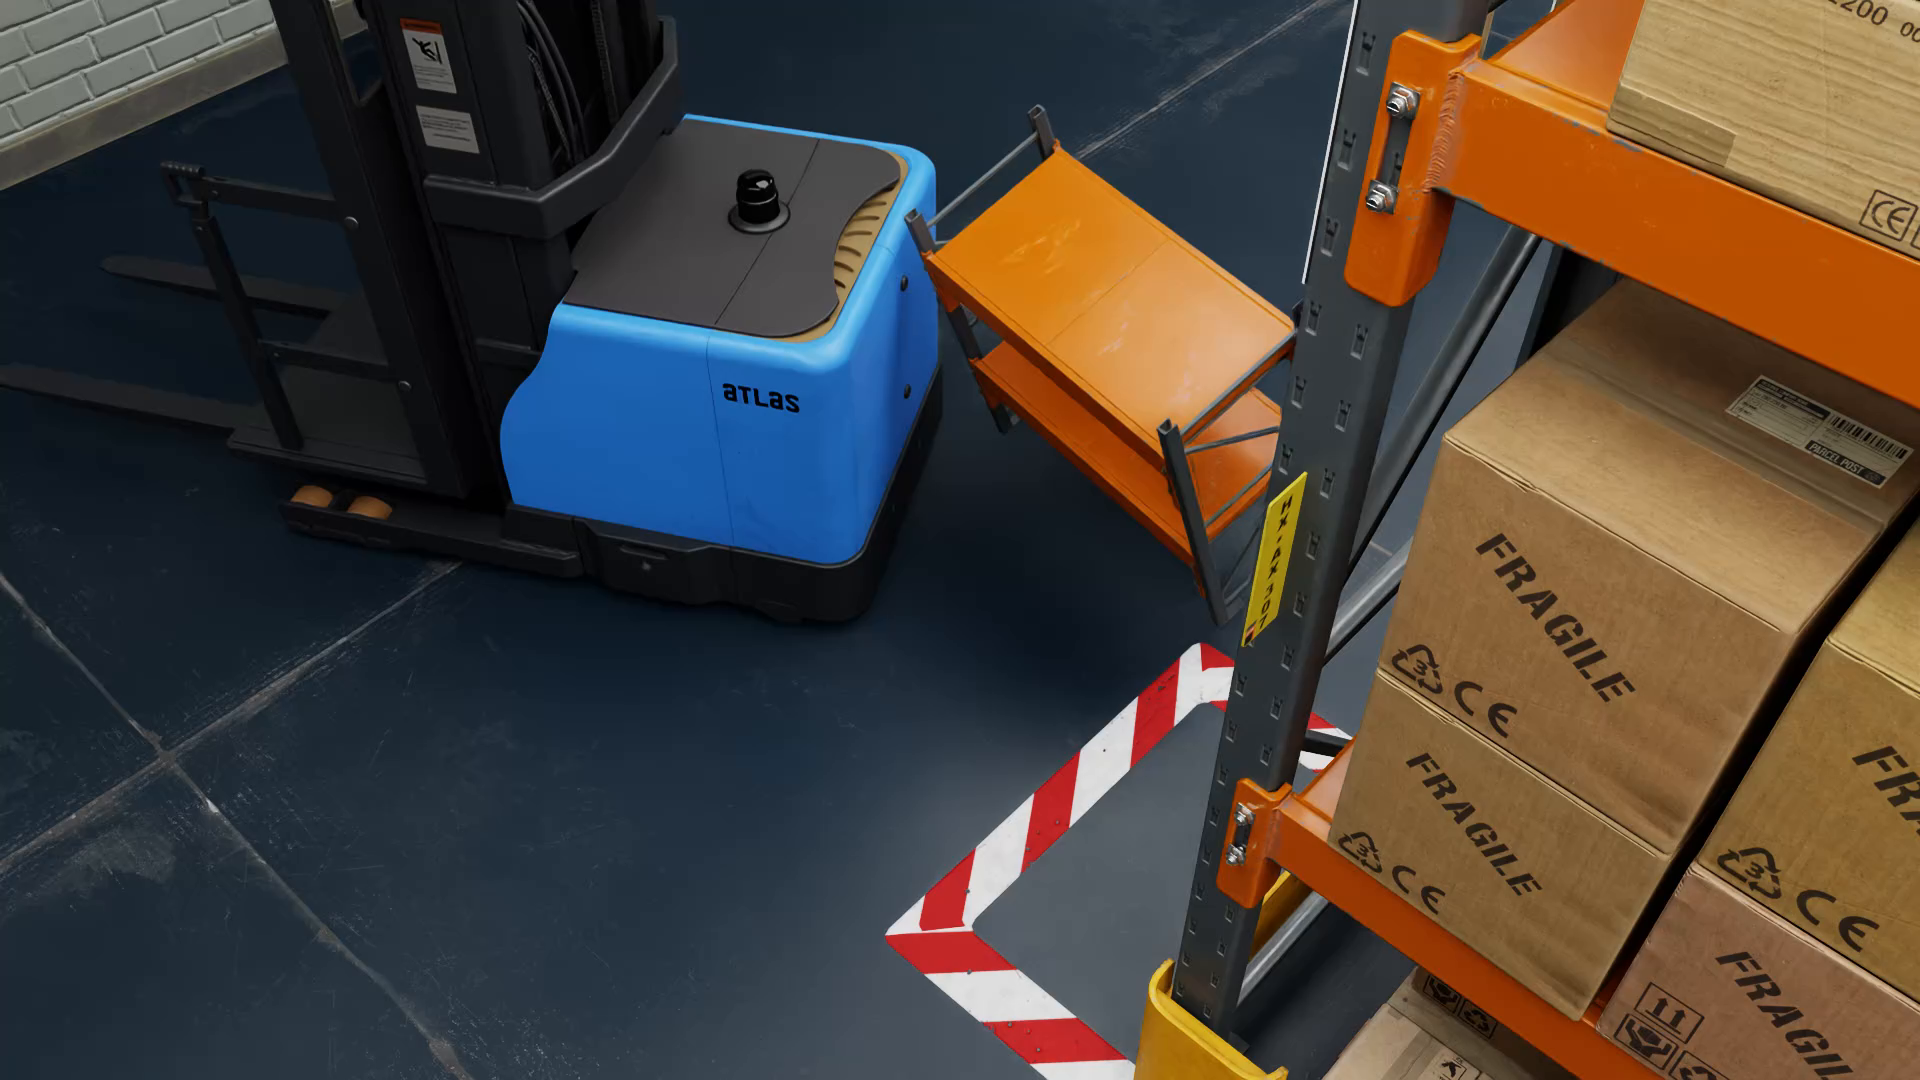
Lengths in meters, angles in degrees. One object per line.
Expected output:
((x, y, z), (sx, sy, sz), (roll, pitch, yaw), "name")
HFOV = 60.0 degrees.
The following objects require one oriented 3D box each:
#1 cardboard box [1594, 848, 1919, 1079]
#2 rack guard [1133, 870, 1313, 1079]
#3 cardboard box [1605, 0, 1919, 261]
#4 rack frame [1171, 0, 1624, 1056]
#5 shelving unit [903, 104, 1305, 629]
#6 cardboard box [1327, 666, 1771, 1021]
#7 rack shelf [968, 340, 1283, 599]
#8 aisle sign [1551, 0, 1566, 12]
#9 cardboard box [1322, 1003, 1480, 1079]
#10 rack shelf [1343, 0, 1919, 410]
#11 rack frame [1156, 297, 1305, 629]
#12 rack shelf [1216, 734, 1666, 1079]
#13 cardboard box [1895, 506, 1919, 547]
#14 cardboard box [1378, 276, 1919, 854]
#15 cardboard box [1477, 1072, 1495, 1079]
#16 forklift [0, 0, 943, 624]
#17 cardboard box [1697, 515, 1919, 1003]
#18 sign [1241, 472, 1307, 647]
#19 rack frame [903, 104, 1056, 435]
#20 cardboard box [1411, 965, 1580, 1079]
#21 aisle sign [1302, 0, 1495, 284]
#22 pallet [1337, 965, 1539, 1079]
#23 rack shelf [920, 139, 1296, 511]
((1.383, 0.618, 2.543), (0.500, 0.500, 0.500), (33, 55, 27), "cardboard box")
((0.909, 0.933, 4.031), (0.348, 0.500, 1.175), (34, 55, 28), "rack guard")
((1.058, -0.546, 1.750), (0.500, 0.250, 0.500), (34, 55, 28), "cardboard box")
((0.853, 0.040, 3.155), (0.127, 3.000, 1.000), (34, 55, 28), "rack frame")
((0.496, -0.471, 4.785), (0.538, 1.125, 1.048), (-41, 59, -8), "shelving unit")
((1.000, 0.366, 2.780), (0.500, 0.500, 0.500), (35, 56, 28), "cardboard box")
((0.557, -0.359, 4.993), (0.538, 0.278, 1.000), (-41, 59, -8), "rack shelf")
((1.011, -1.048, 2.393), (0.004, 0.787, 0.394), (34, 55, 28), "aisle sign")
((0.928, 1.256, 3.667), (0.250, 0.149, 0.380), (34, 55, 28), "cardboard box")
((2.323, 0.248, 1.396), (4.000, 0.370, 1.077), (34, 55, 28), "rack shelf")
((0.811, -0.166, 4.527), (0.500, 1.125, 0.032), (-41, 59, -8), "rack frame")
((2.323, 1.275, 2.489), (4.000, 0.370, 1.077), (34, 55, 28), "rack shelf")
((1.738, -0.015, 2.452), (0.500, 0.500, 0.500), (35, 56, 29), "cardboard box")
((1.000, 0.024, 2.416), (0.500, 0.500, 0.500), (36, 56, 29), "cardboard box")
((1.111, 1.374, 3.544), (0.250, 0.166, 0.380), (34, 55, 28), "cardboard box")
((-1.632, -1.340, 4.498), (3.031, 2.935, 1.130), (11, 48, 10), "forklift")
((1.390, 0.278, 2.177), (0.500, 0.500, 0.500), (35, 56, 28), "cardboard box")
((0.485, 0.034, 2.567), (0.005, 0.325, 0.100), (34, 55, 28), "sign")
((0.181, -0.777, 5.042), (0.500, 1.125, 0.032), (-41, 59, -8), "rack frame")
((1.420, 0.881, 3.778), (0.500, 0.500, 0.500), (34, 55, 28), "cardboard box")
((0.604, -0.727, 2.092), (0.004, 0.787, 0.394), (34, 55, 28), "aisle sign")
((1.495, 1.425, 3.767), (1.213, 0.211, 1.003), (34, 55, 28), "pallet")
((0.423, -0.606, 4.535), (0.538, 0.278, 1.000), (-41, 59, -8), "rack shelf")
